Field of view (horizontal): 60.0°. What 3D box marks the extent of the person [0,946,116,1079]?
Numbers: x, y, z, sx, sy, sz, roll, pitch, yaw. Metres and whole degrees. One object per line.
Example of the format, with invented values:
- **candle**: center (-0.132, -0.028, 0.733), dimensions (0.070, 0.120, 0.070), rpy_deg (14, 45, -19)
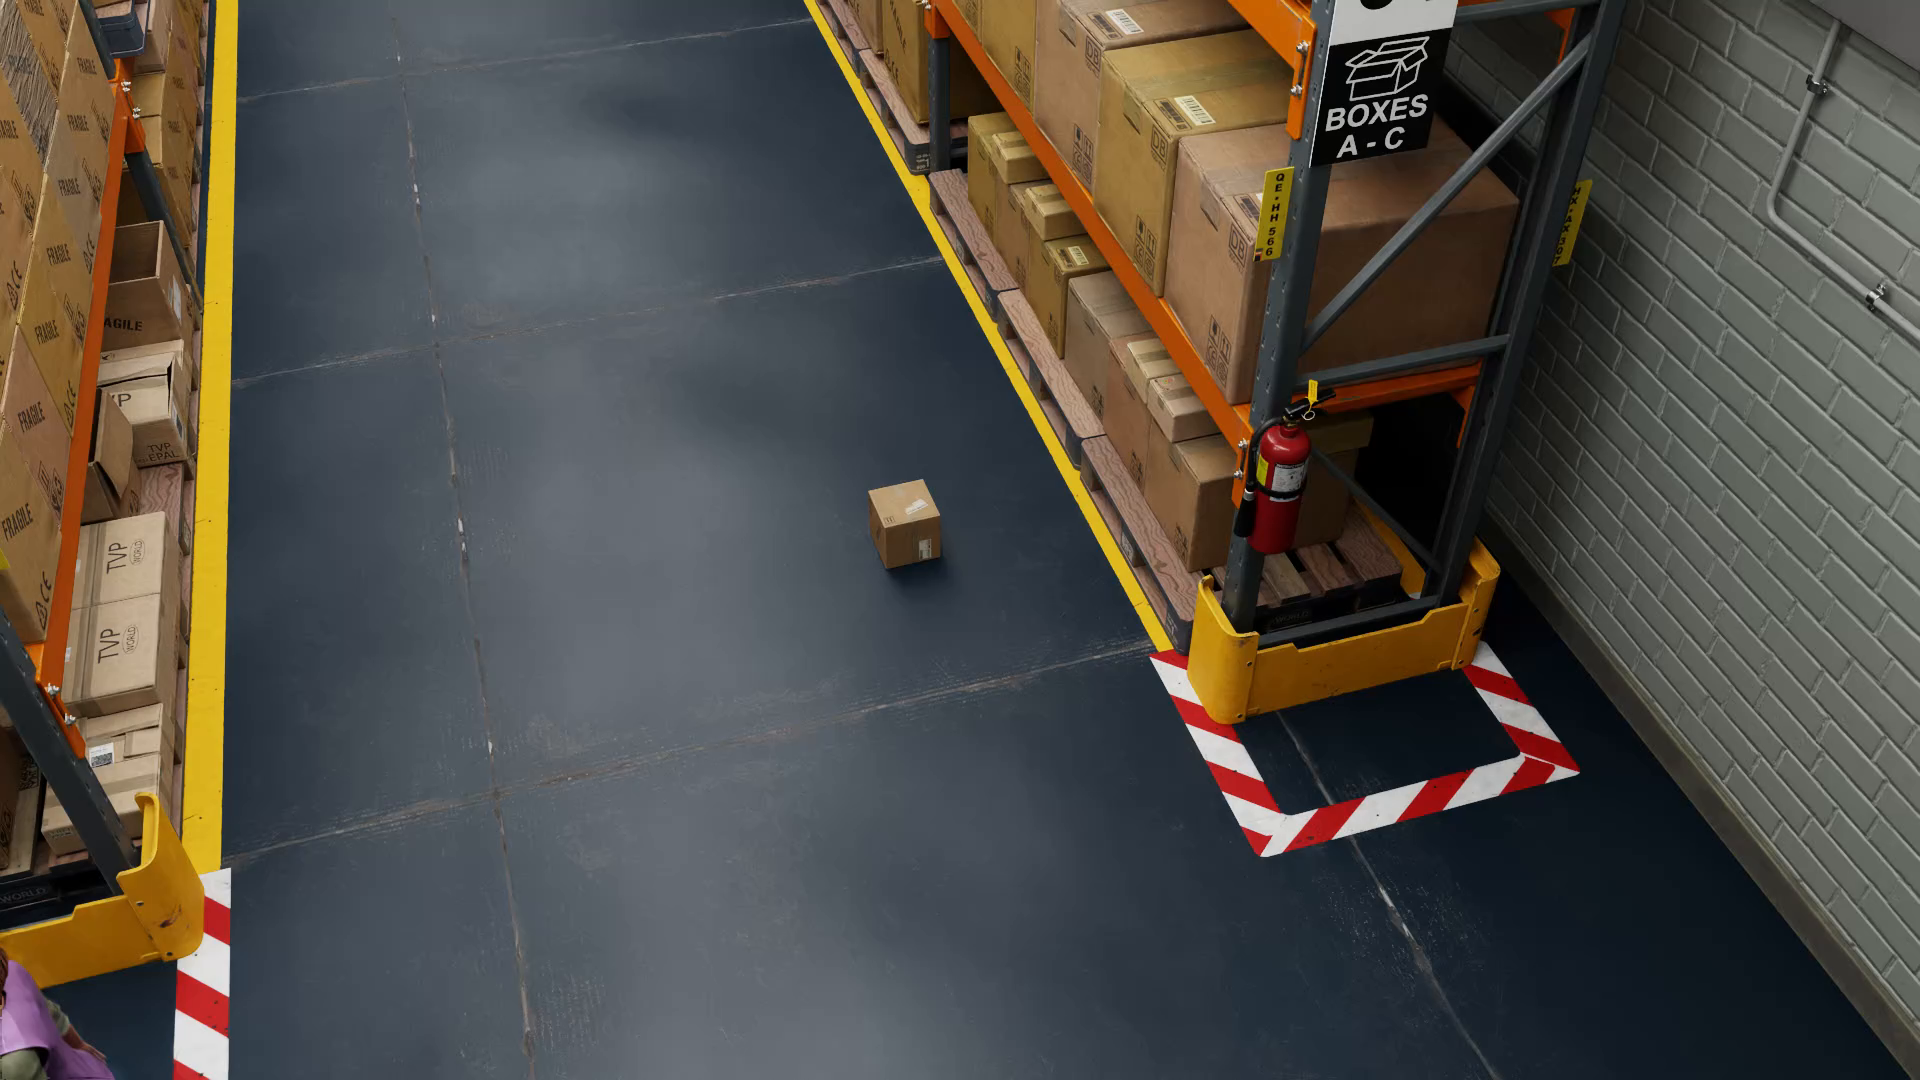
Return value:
- **person**: center (-2.448, 1.606, 4.451), dimensions (0.764, 1.589, 0.471), rpy_deg (-29, 50, -27)
